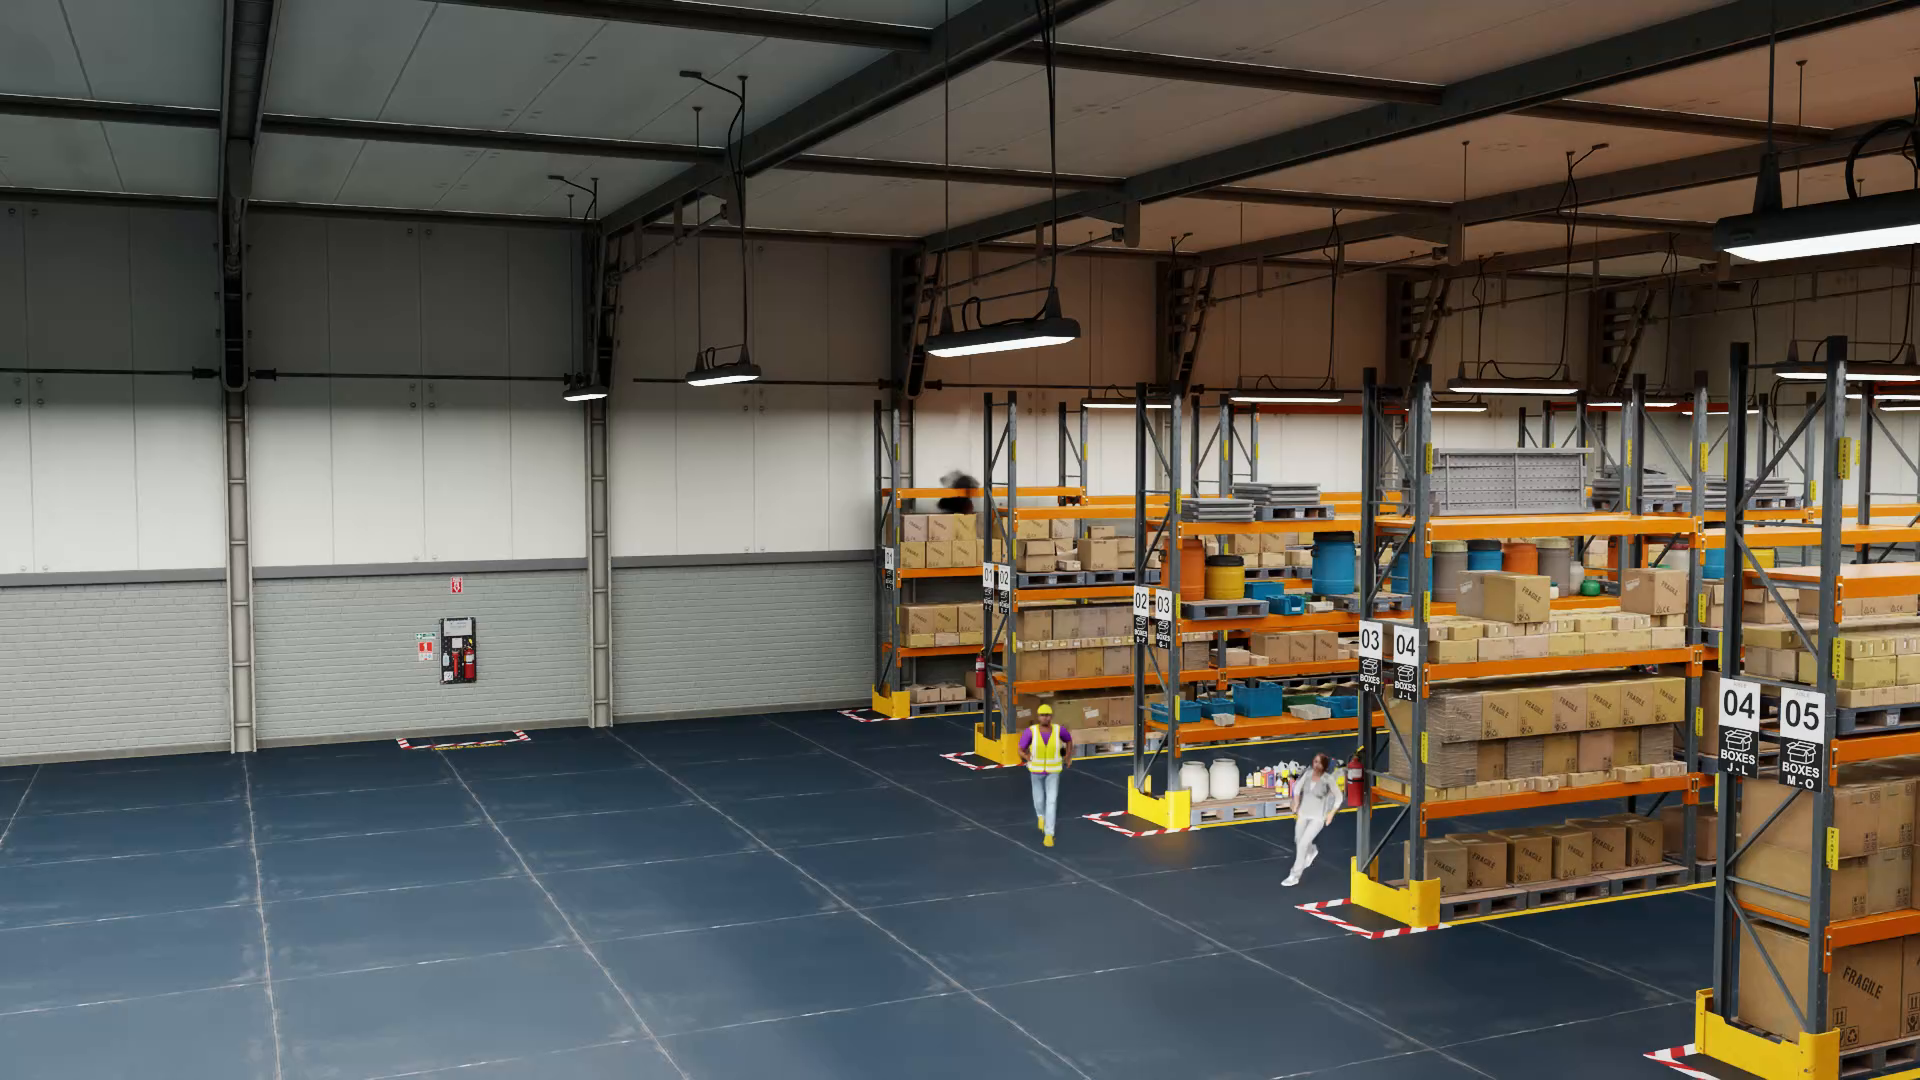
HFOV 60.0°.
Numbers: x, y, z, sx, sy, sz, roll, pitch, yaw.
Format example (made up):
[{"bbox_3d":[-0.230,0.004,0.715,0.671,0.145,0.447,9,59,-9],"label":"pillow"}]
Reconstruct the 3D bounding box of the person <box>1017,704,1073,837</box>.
[{"bbox_3d":[1.104,2.960,21.602,0.710,1.677,0.839,0,3,5],"label":"person"}]

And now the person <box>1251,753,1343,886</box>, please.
[{"bbox_3d":[4.210,3.136,21.528,3.119,1.545,4.025,3,4,39],"label":"person"}]
